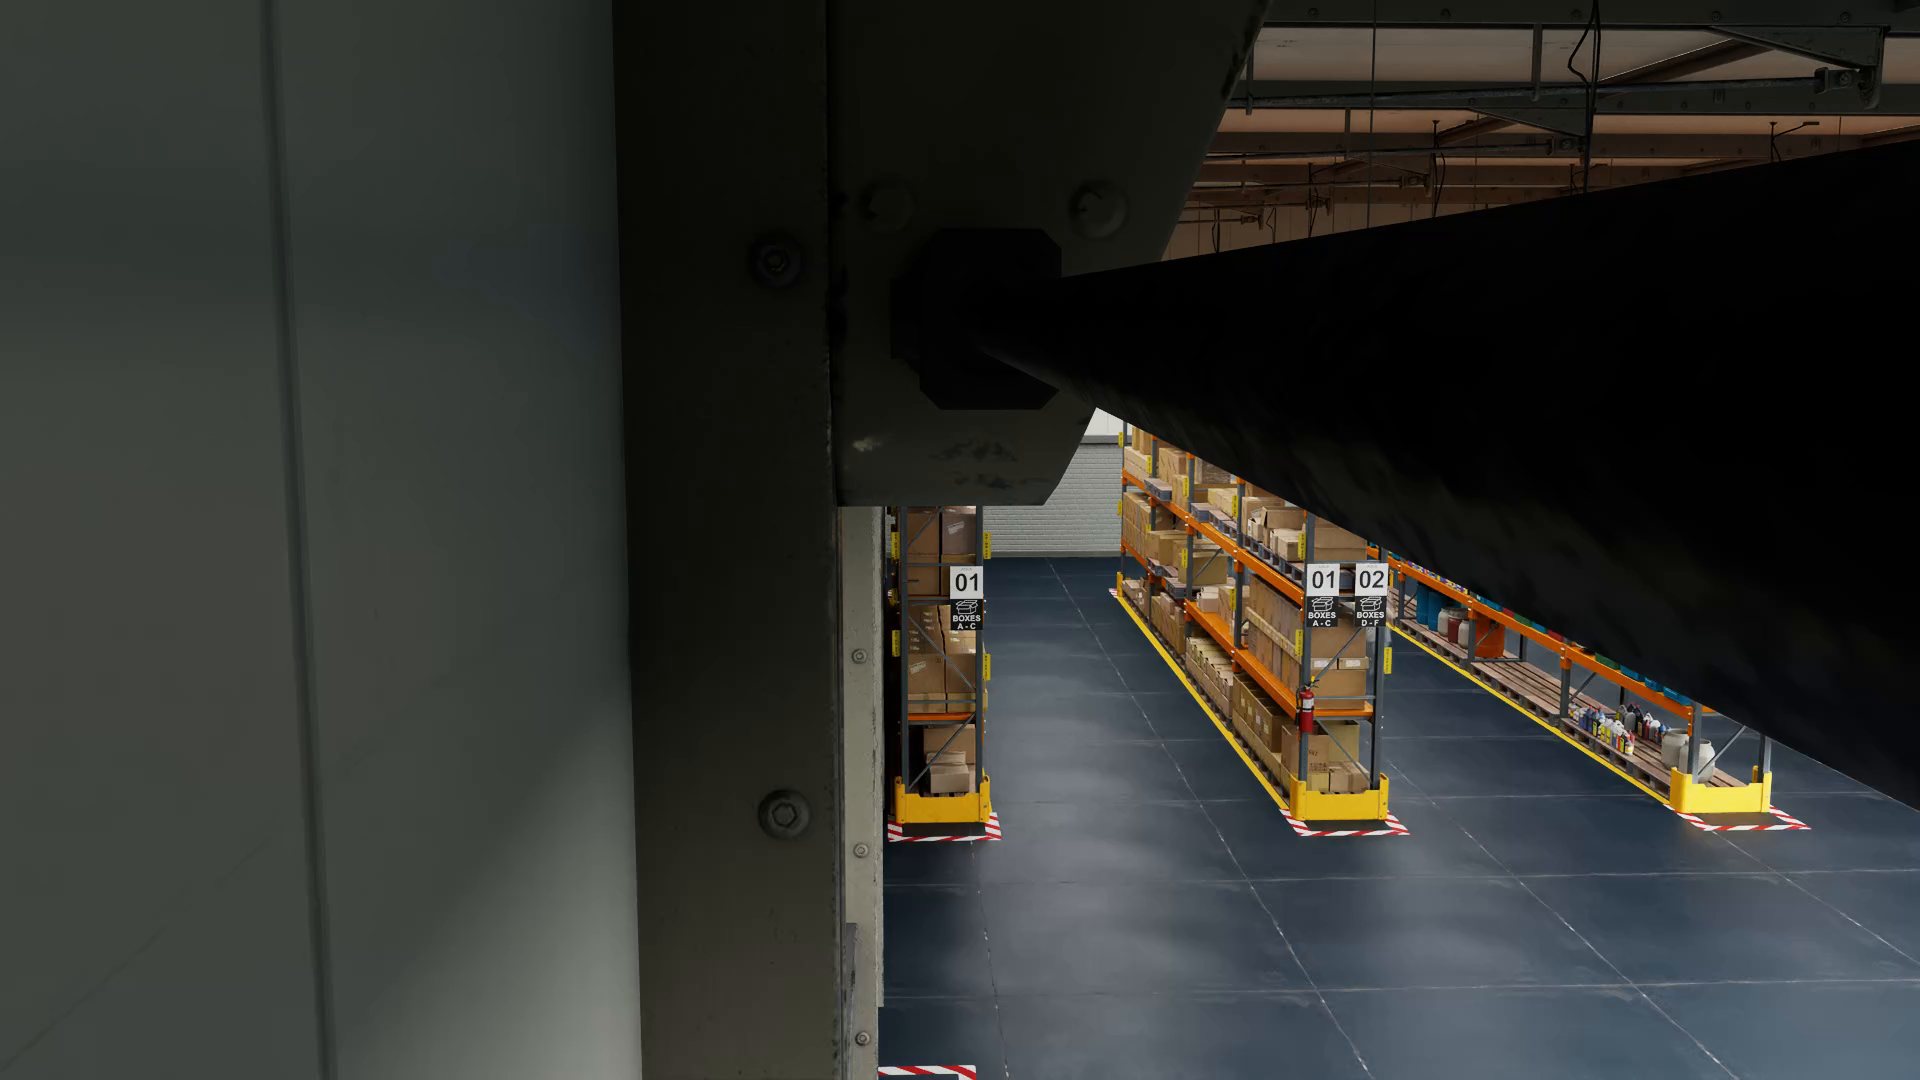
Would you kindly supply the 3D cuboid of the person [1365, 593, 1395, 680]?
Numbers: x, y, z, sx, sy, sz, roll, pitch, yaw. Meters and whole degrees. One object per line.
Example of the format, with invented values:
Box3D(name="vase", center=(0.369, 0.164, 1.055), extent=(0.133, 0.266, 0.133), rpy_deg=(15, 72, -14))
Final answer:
Box3D(name="person", center=(7.099, 1.496, 28.360), extent=(0.709, 1.718, 0.640), rpy_deg=(-2, 8, -14))
